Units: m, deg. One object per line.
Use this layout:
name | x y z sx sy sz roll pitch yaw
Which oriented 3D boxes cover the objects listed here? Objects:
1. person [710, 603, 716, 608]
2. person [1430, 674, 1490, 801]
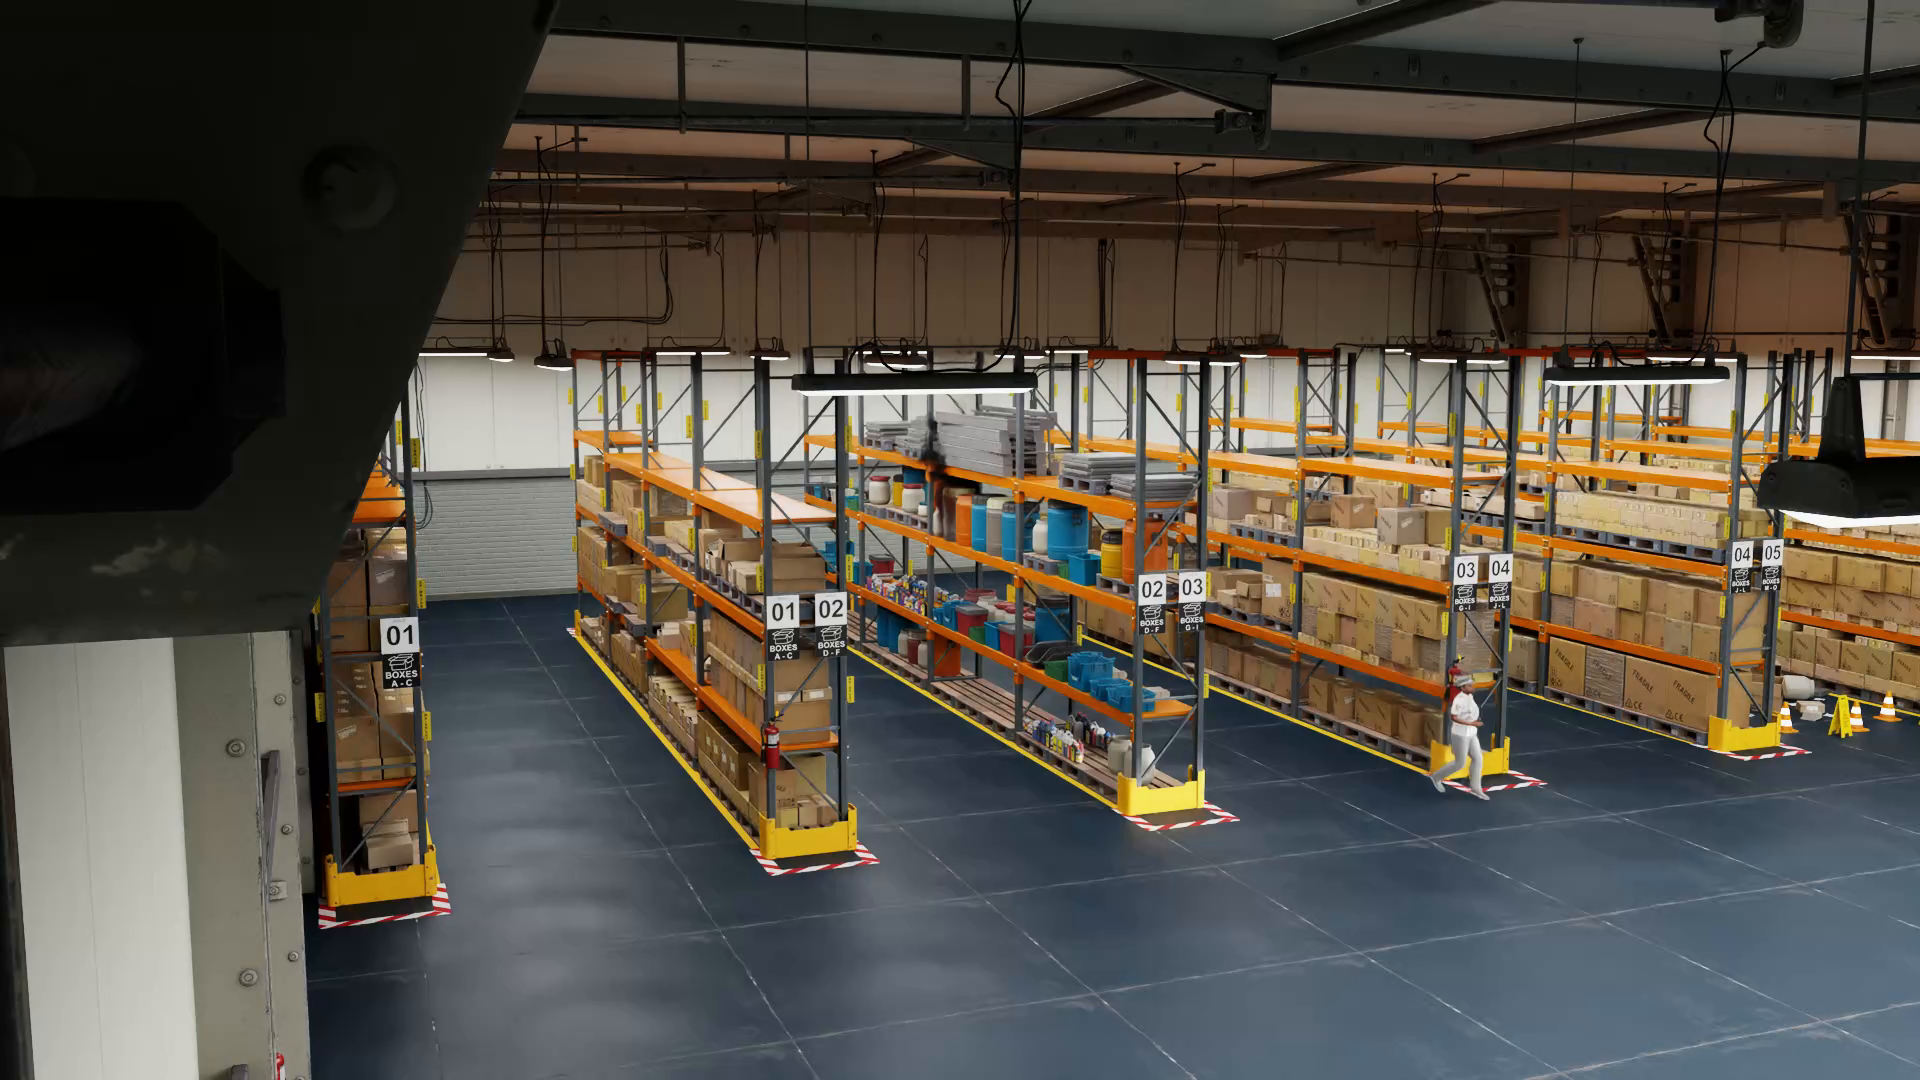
person | -4.737 1.265 33.469 0.653 1.764 0.971 -4 8 -30
person | 6.861 2.675 22.713 0.805 1.718 0.589 6 9 39
